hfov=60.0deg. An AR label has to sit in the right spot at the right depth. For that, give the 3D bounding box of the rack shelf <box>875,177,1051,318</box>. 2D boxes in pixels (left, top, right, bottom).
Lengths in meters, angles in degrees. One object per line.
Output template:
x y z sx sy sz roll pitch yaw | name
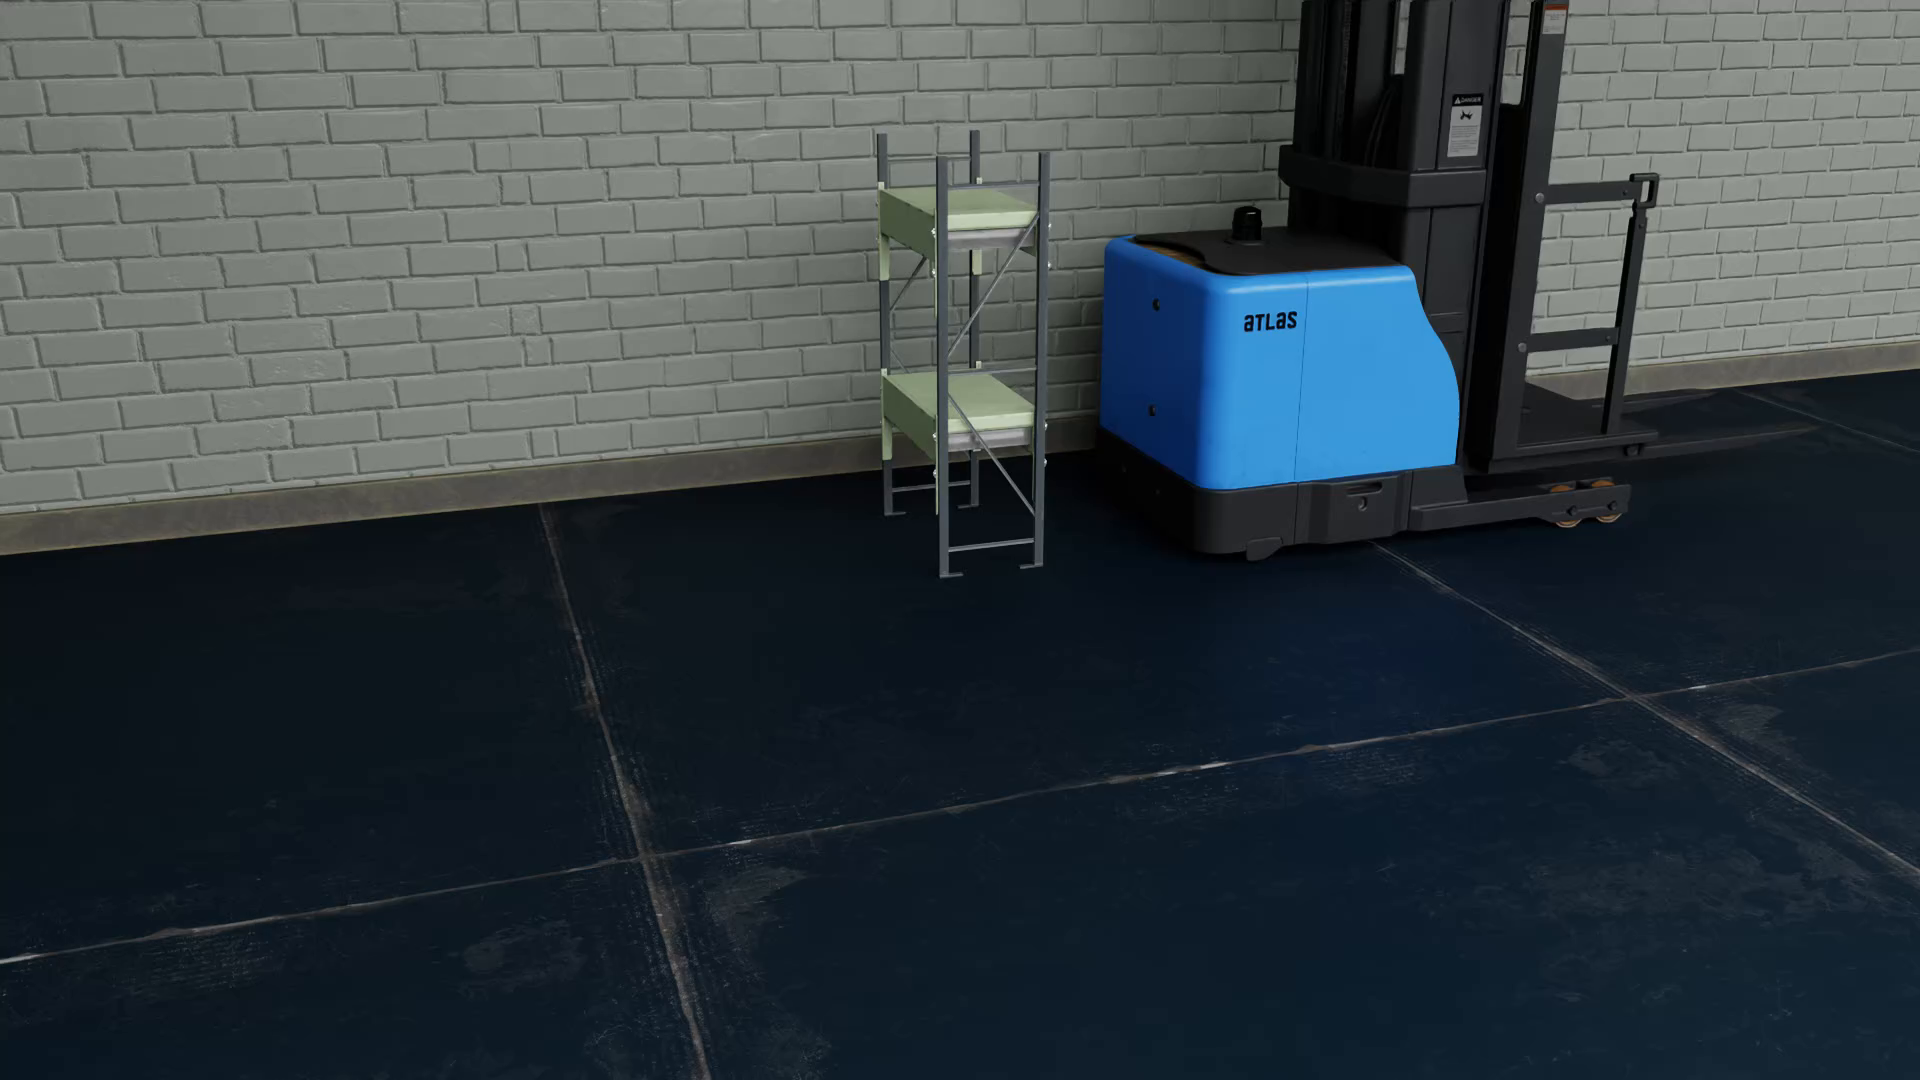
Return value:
-0.002 -1.075 6.037 0.431 0.370 0.720 -6 21 -17 | rack shelf

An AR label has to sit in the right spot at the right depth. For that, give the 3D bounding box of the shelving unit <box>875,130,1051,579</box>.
-0.002 -0.708 6.169 0.431 1.500 0.755 -6 21 -17 | shelving unit

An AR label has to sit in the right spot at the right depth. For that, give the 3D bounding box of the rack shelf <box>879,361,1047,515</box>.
-0.002 -0.401 6.279 0.431 0.370 0.720 -6 21 -17 | rack shelf

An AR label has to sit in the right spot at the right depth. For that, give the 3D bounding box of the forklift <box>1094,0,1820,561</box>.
2.131 -1.586 6.497 3.031 2.935 1.130 -7 21 -18 | forklift

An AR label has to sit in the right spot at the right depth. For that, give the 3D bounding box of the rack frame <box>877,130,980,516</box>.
-0.117 -0.825 6.496 0.400 1.500 0.023 -6 21 -17 | rack frame

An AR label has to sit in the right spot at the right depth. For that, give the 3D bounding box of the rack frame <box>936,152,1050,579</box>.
0.113 -0.591 5.842 0.400 1.500 0.023 -6 21 -17 | rack frame
